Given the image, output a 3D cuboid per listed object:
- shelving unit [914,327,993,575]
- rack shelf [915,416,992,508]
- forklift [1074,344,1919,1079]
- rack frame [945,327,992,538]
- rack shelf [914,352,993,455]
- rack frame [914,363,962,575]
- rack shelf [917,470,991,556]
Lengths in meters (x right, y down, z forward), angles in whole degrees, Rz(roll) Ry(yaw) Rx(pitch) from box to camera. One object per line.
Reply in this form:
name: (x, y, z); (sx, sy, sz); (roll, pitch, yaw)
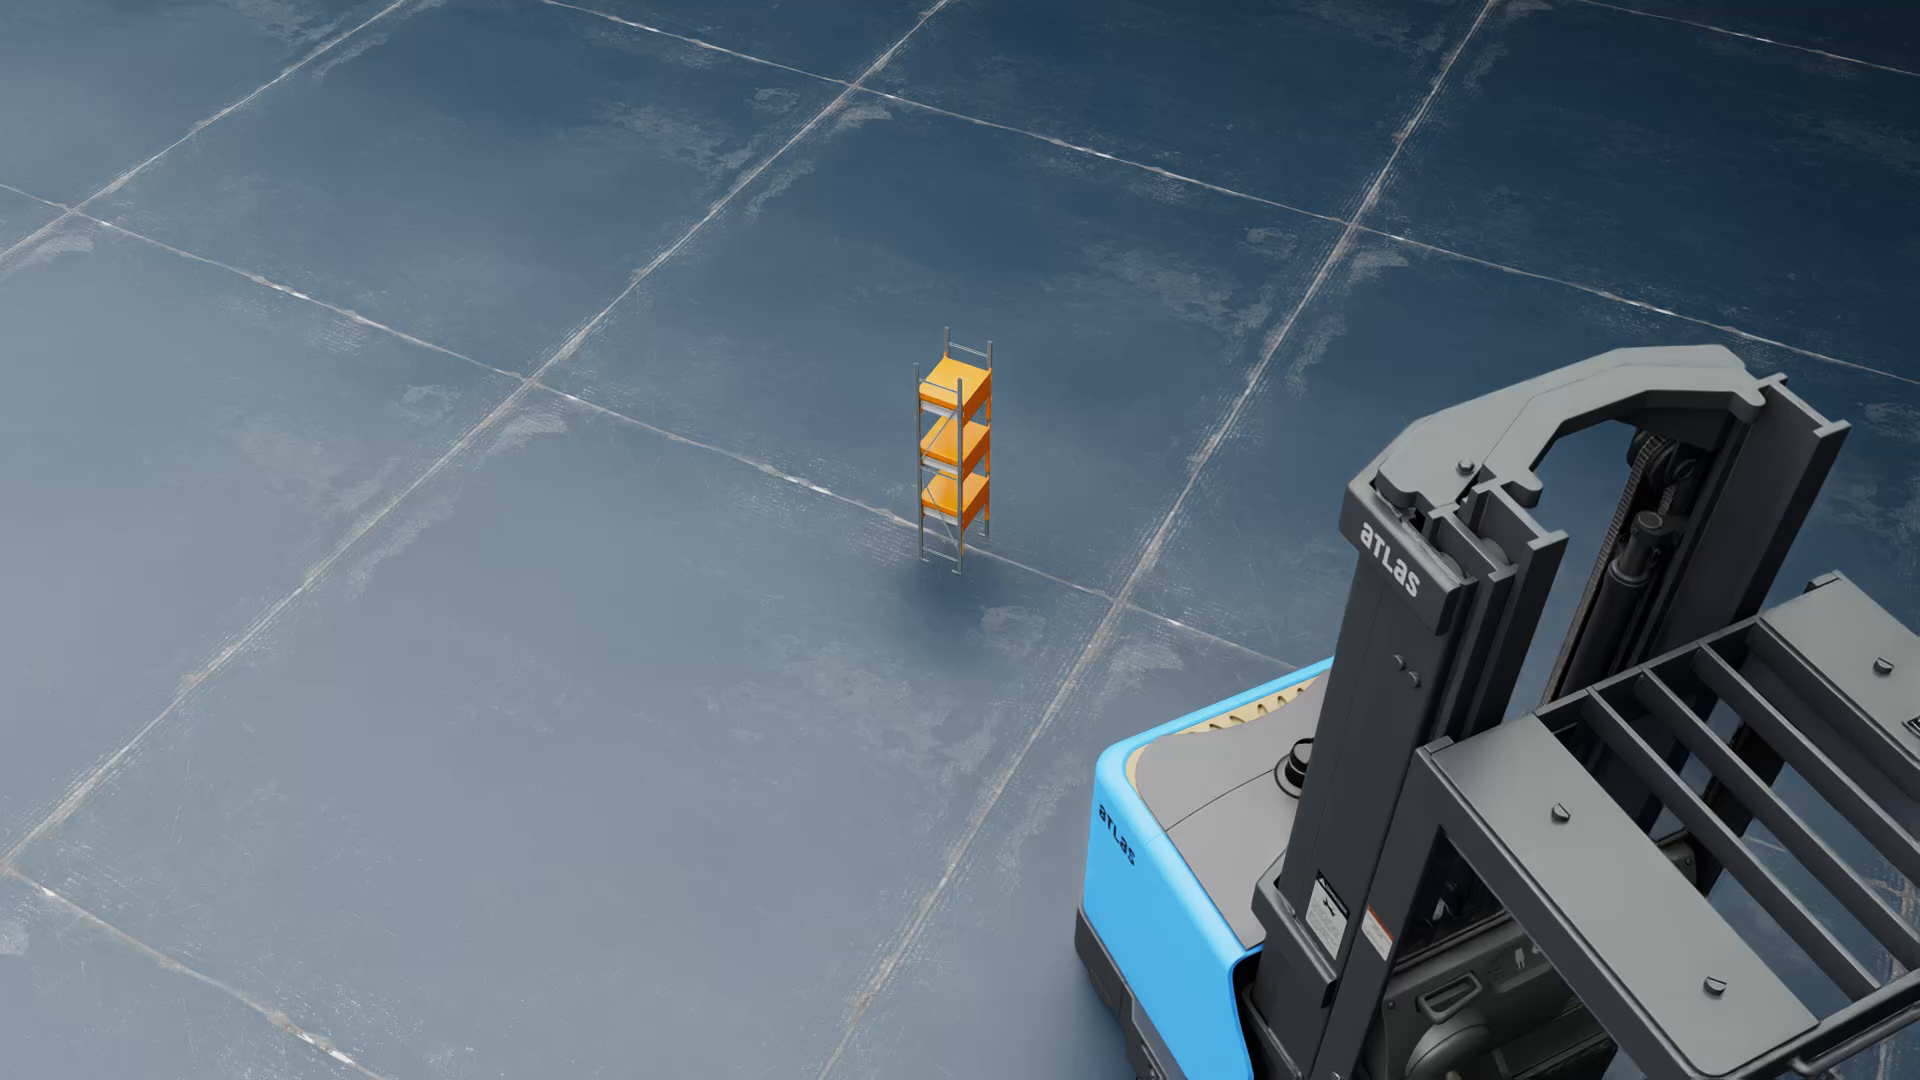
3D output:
shelving unit: (-0.025, -0.335, 6.623); (0.215, 1.050, 0.252); (20, 49, 19)
rack shelf: (-0.025, -0.328, 6.631); (0.215, 0.259, 0.240); (20, 49, 19)
forklift: (1.481, 1.144, 3.838); (1.130, 2.935, 3.031); (-19, 48, -18)
rack frame: (0.032, -0.412, 6.699); (0.200, 1.050, 0.008); (20, 49, 19)
rack shelf: (-0.025, -0.527, 6.429); (0.215, 0.259, 0.240); (20, 49, 19)
rack frame: (-0.081, -0.258, 6.547); (0.200, 1.050, 0.008); (20, 49, 19)
rack shelf: (-0.025, -0.133, 6.828); (0.215, 0.259, 0.240); (20, 49, 19)
